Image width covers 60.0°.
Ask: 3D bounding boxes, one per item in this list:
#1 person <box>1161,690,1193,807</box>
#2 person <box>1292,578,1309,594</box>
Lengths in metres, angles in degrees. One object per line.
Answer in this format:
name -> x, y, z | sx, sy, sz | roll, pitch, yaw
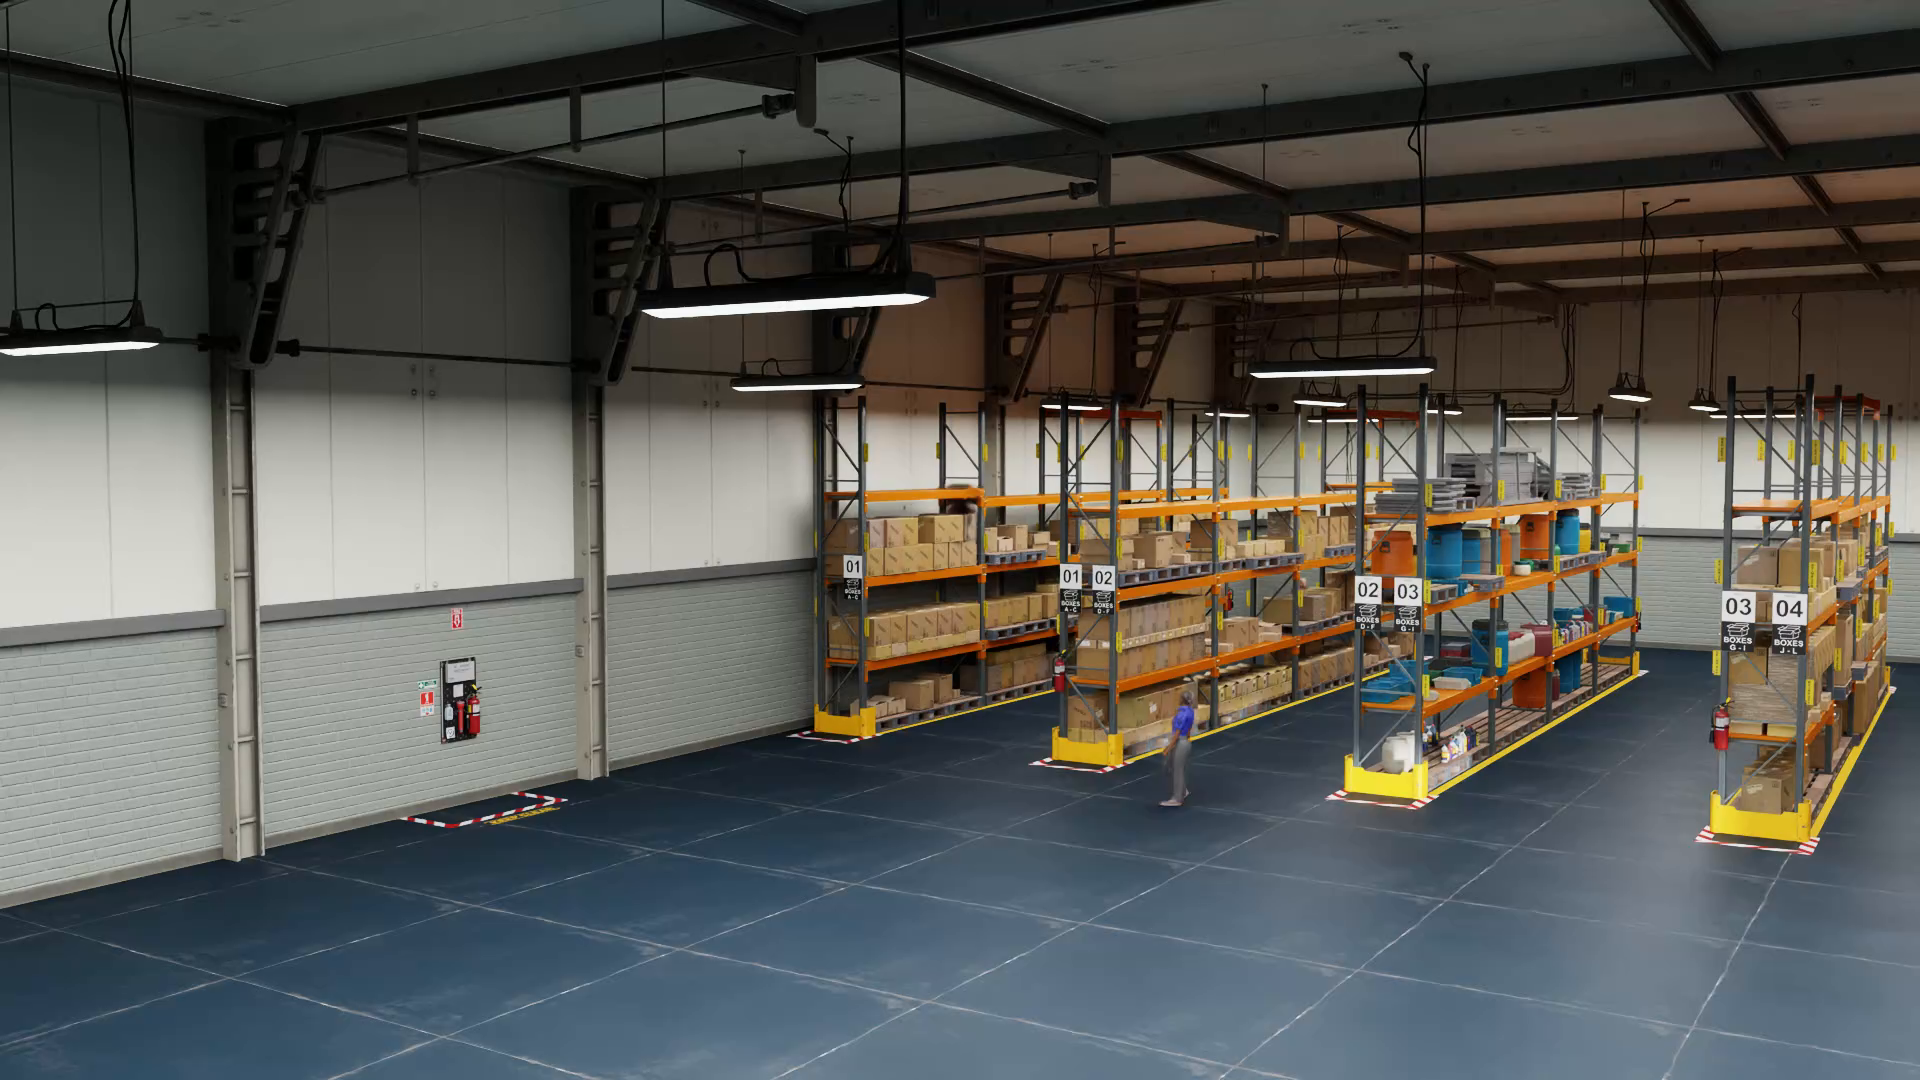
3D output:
person -> 3.077, 2.951, 23.556 | 0.454, 1.669, 0.493 | 0, 3, 5
person -> 8.958, 1.864, 43.408 | 0.707, 1.734, 1.137 | -3, 4, -40
